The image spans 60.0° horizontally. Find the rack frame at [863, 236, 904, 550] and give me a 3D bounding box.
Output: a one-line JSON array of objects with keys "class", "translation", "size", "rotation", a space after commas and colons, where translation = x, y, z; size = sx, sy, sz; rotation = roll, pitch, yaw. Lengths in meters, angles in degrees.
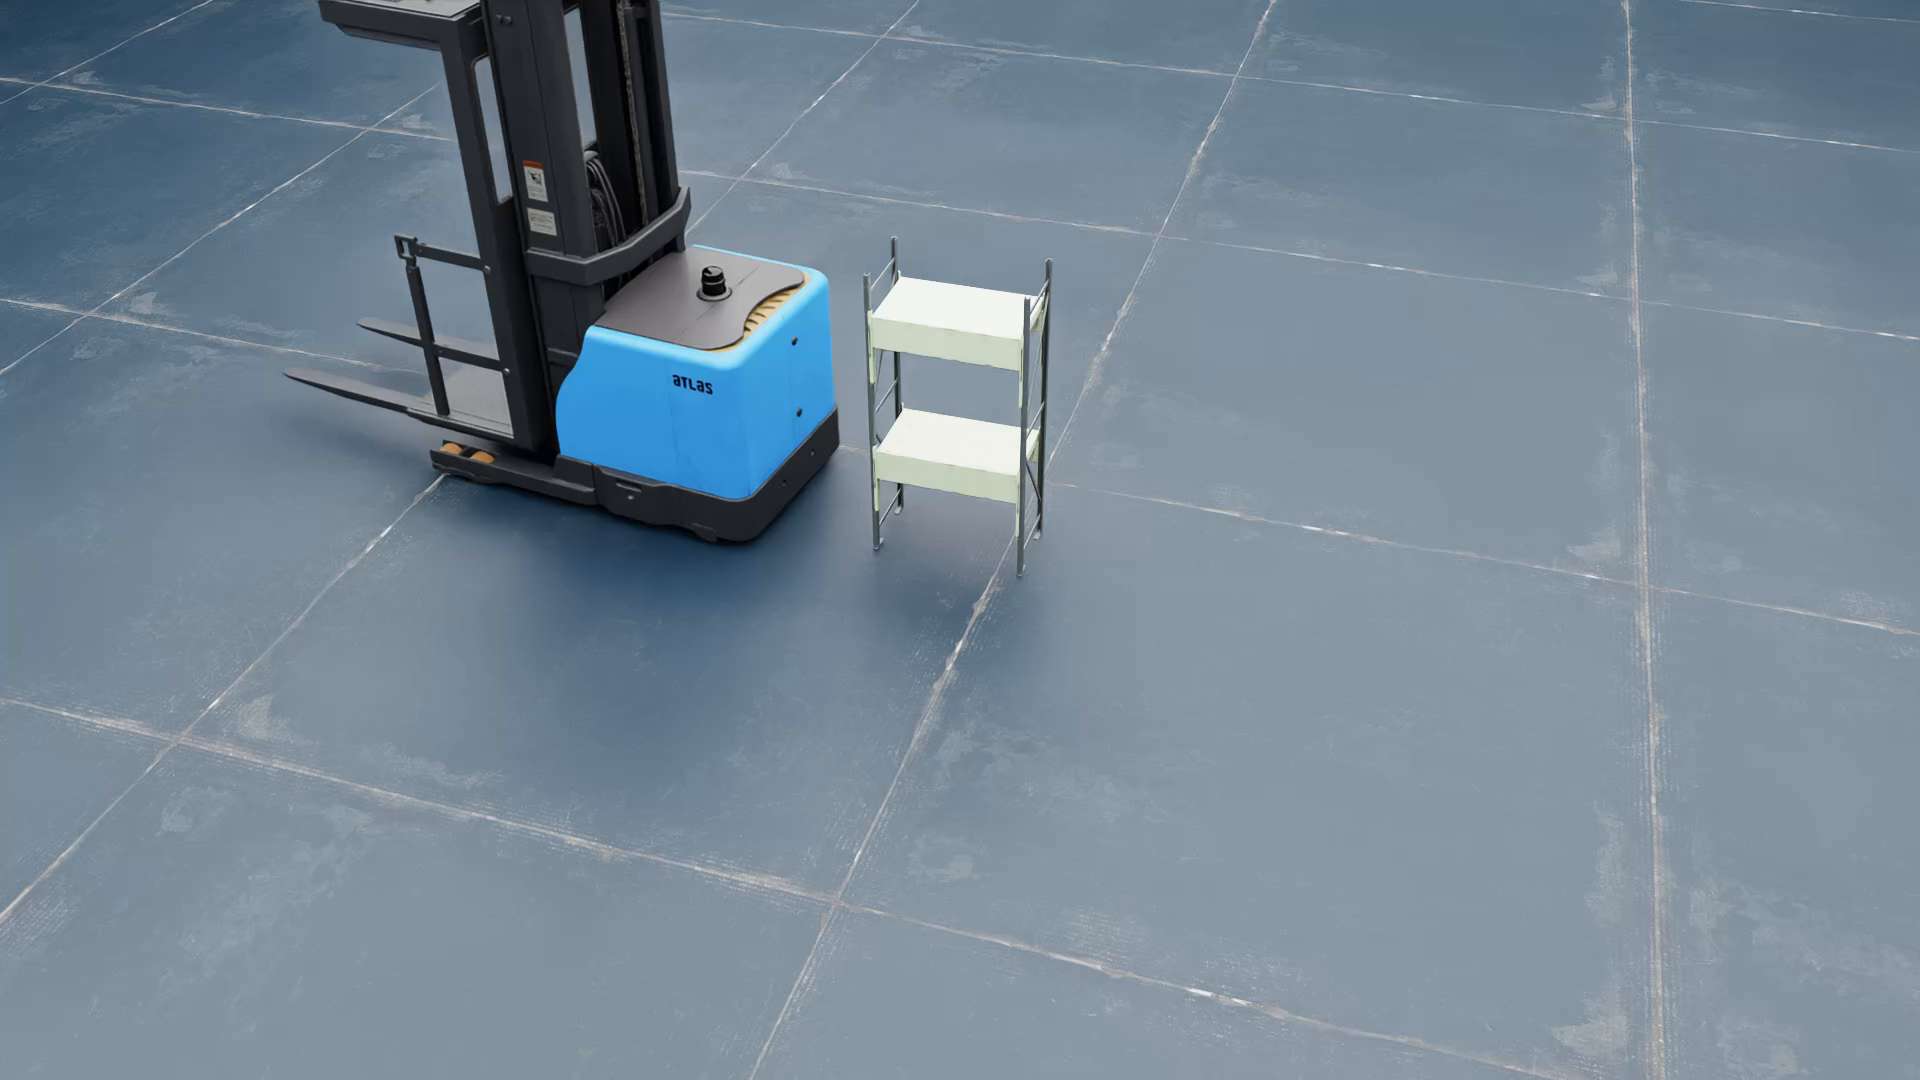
[{"class": "rack frame", "translation": [-0.356, -0.670, 7.895], "size": [0.023, 1.500, 0.400], "rotation": [10, 38, 14]}]

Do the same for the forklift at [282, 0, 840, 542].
[{"class": "forklift", "translation": [-2.202, -1.741, 8.143], "size": [3.031, 2.935, 1.130], "rotation": [15, 39, 19]}]

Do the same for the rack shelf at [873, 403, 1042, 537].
[{"class": "rack shelf", "translation": [-0.006, -0.343, 8.000], "size": [0.720, 0.370, 0.431], "rotation": [10, 38, 14]}]

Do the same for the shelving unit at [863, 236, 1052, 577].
[{"class": "shelving unit", "translation": [-0.006, -0.605, 7.807], "size": [0.755, 1.500, 0.431], "rotation": [10, 38, 14]}]

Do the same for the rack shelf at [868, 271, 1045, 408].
[{"class": "rack shelf", "translation": [-0.006, -0.919, 7.576], "size": [0.720, 0.370, 0.431], "rotation": [10, 38, 14]}]

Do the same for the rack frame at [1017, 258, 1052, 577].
[{"class": "rack frame", "translation": [0.343, -0.541, 7.719], "size": [0.023, 1.500, 0.400], "rotation": [10, 38, 14]}]
